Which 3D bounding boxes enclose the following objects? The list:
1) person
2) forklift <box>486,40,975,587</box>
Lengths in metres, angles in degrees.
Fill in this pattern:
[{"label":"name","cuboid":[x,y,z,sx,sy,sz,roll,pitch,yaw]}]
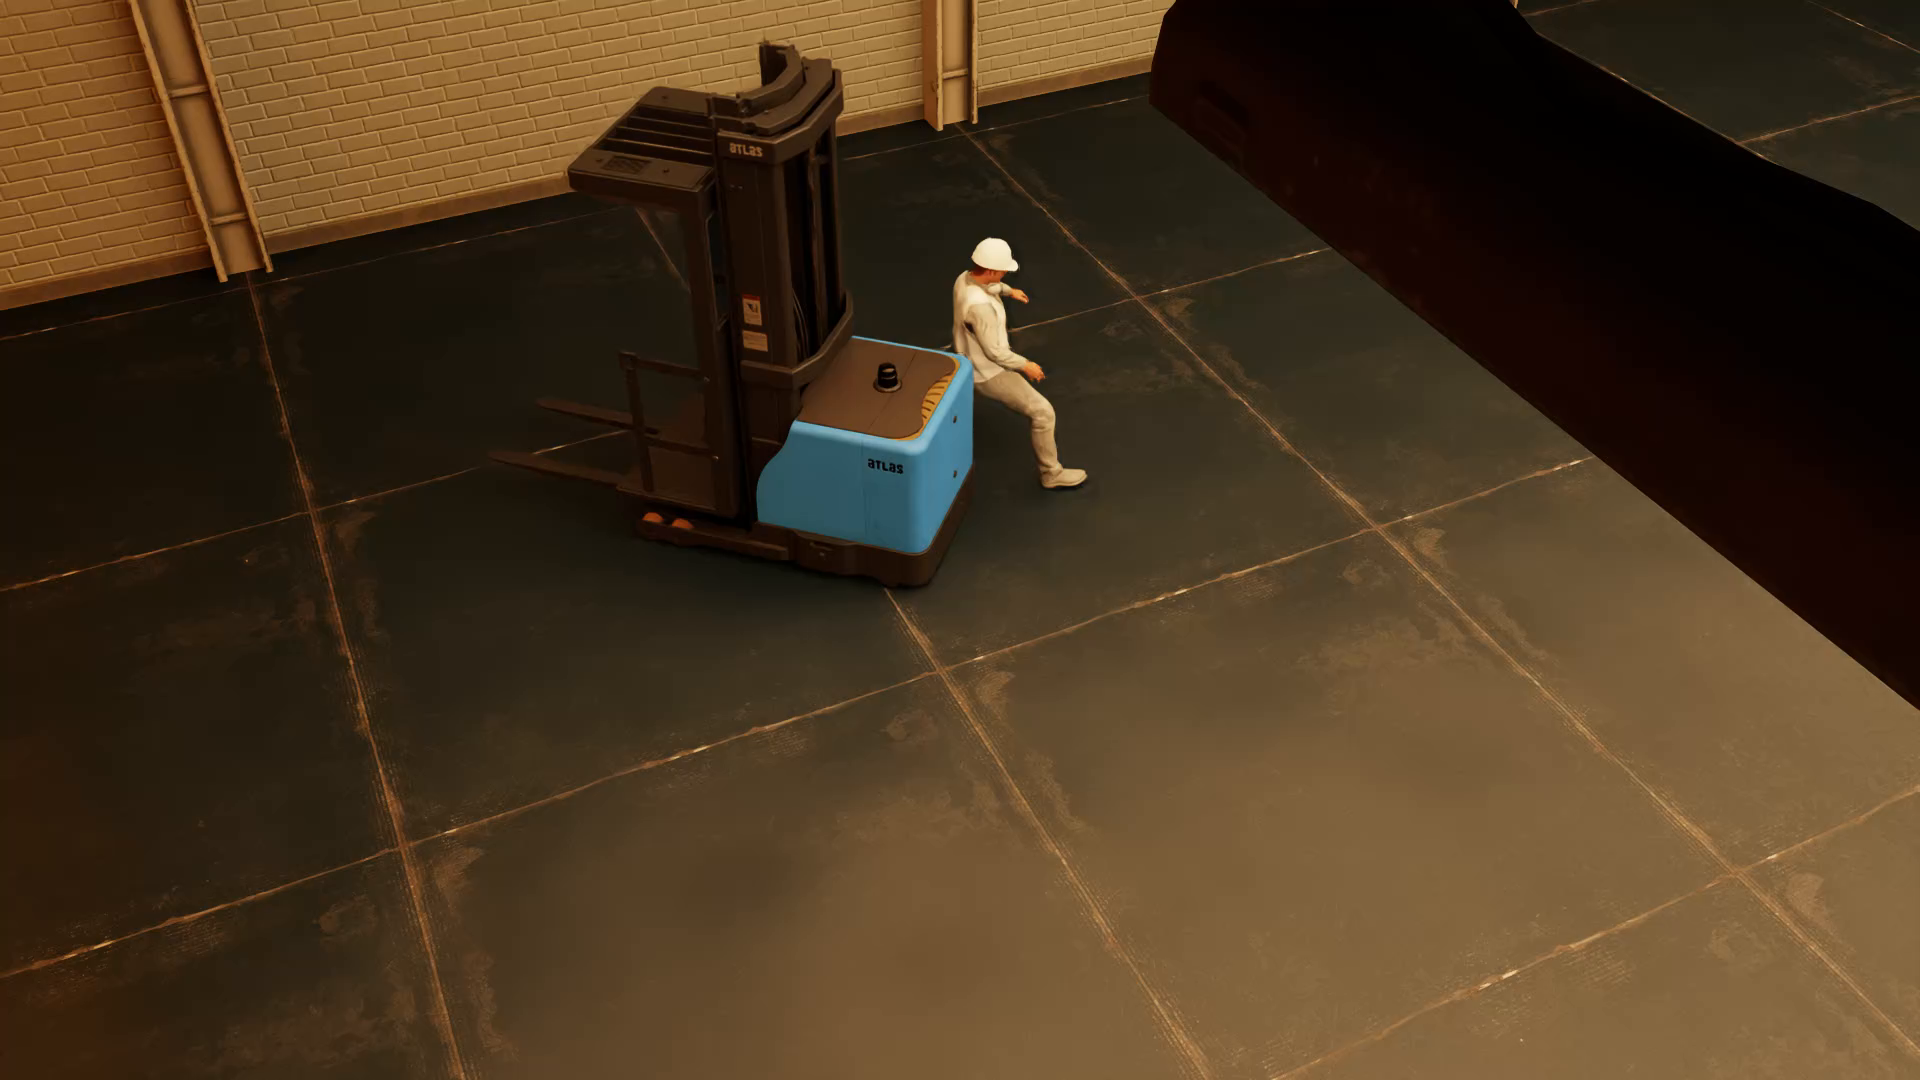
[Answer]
[{"label":"person","cuboid":[0.268,-1.188,10.537,0.970,1.640,1.018,-6,40,-7]},{"label":"forklift","cuboid":[-1.482,-1.399,9.693,3.031,2.935,1.130,12,41,14]}]
